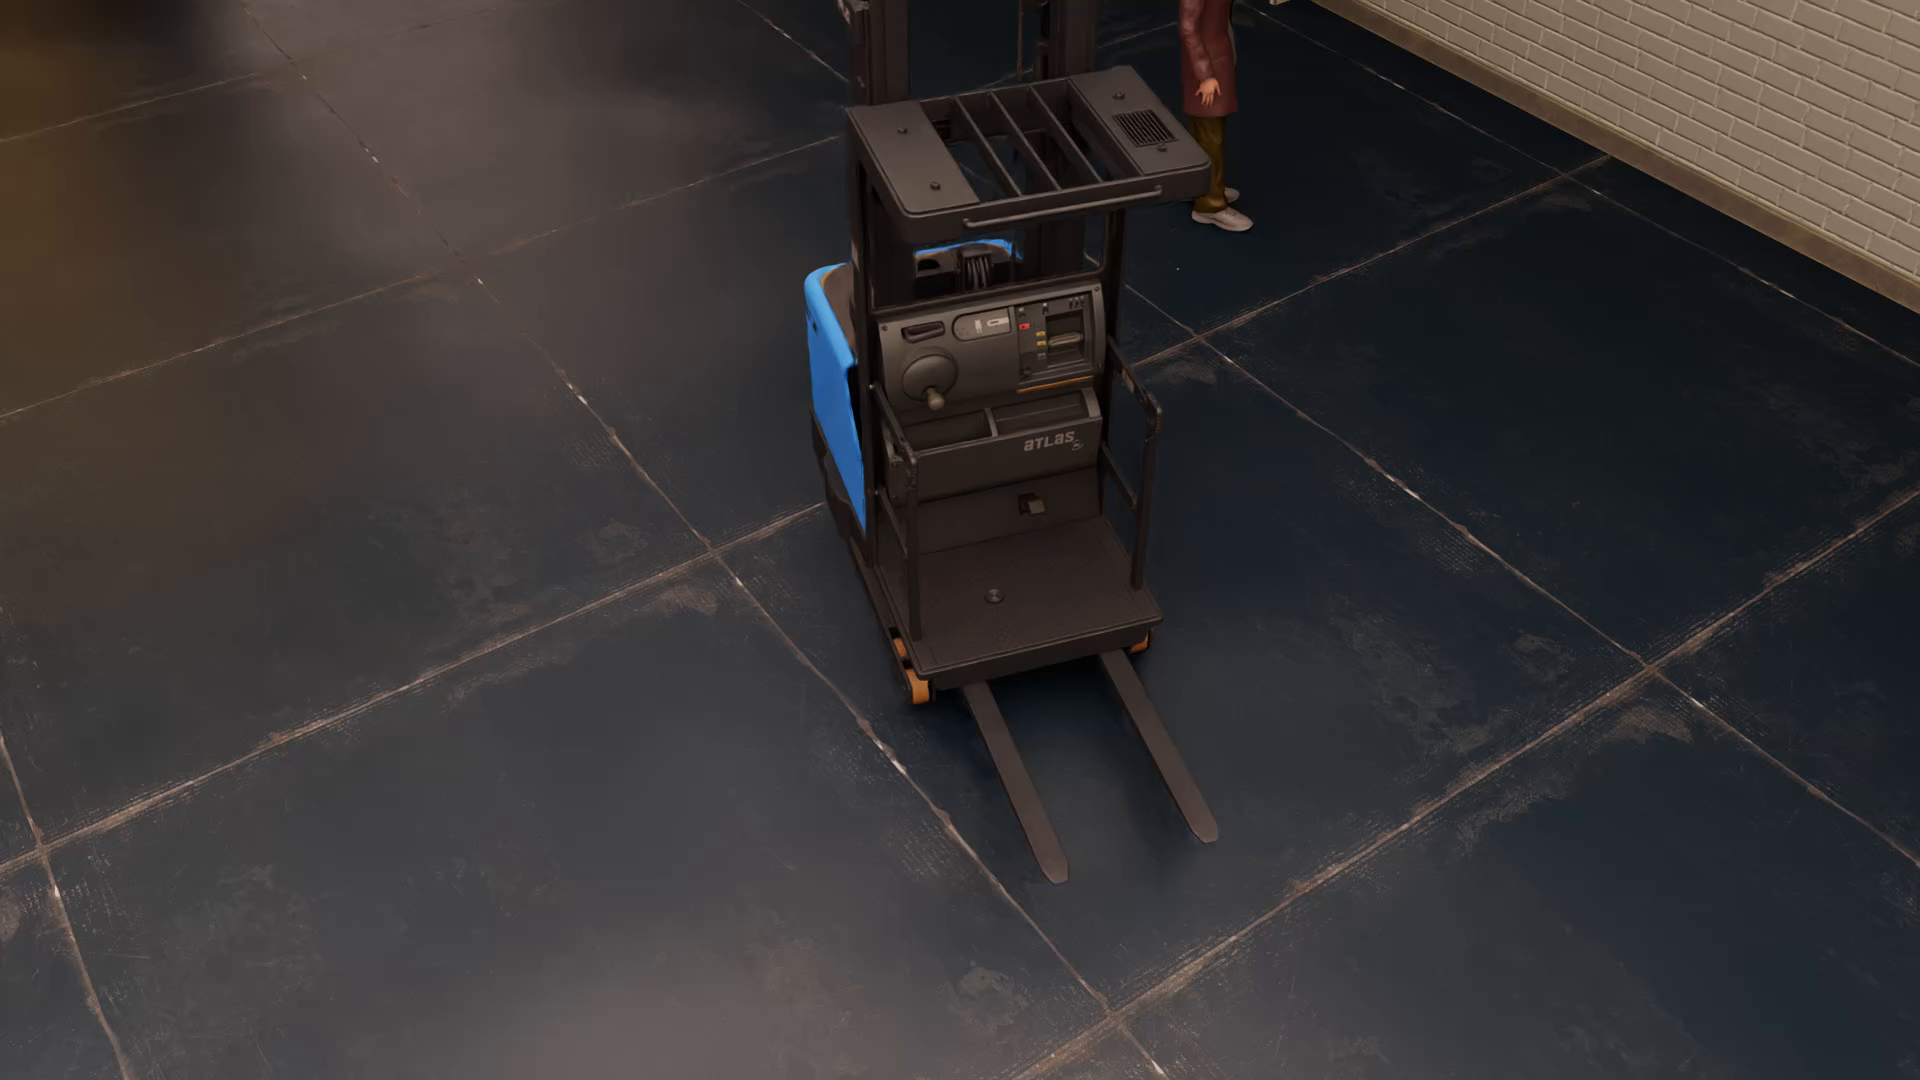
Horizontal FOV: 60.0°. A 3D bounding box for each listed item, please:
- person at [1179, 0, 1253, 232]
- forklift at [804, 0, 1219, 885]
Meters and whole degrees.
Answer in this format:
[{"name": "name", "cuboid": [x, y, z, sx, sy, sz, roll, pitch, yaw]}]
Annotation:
[{"name": "person", "cuboid": [1.521, -2.703, 9.493, 0.582, 1.779, 0.705, 11, 44, 11]}, {"name": "forklift", "cuboid": [0.202, -0.683, 6.457, 1.130, 2.935, 3.031, -12, 44, -13]}]
